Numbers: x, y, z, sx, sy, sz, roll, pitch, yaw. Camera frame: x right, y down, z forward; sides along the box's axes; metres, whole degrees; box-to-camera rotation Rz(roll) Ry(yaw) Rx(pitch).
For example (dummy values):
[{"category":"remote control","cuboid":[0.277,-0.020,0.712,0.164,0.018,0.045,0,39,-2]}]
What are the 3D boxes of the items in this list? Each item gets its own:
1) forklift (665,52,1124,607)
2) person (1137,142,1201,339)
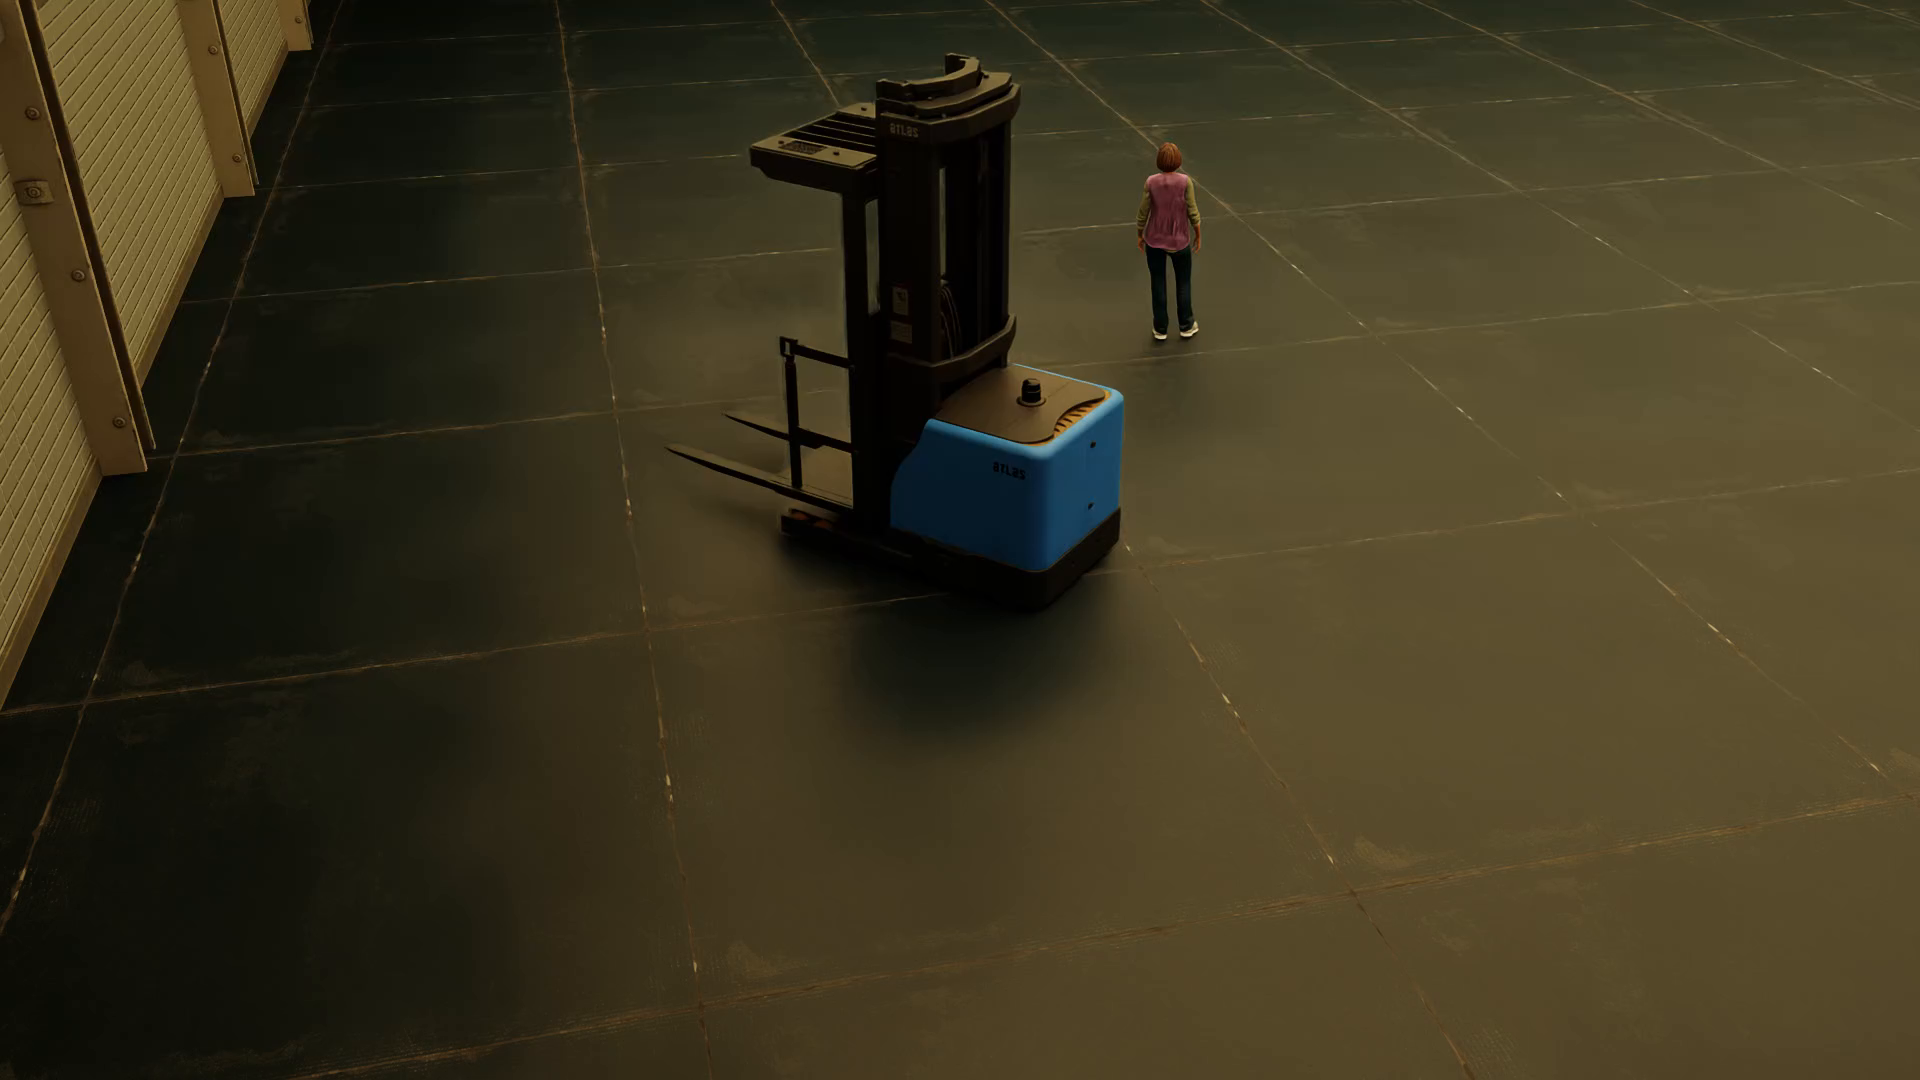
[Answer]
[{"category":"forklift","cuboid":[-0.523,-1.427,10.039,3.031,2.935,1.130,18,35,28]},{"category":"person","cuboid":[1.632,-2.329,12.921,0.515,1.596,0.470,7,31,12]}]
